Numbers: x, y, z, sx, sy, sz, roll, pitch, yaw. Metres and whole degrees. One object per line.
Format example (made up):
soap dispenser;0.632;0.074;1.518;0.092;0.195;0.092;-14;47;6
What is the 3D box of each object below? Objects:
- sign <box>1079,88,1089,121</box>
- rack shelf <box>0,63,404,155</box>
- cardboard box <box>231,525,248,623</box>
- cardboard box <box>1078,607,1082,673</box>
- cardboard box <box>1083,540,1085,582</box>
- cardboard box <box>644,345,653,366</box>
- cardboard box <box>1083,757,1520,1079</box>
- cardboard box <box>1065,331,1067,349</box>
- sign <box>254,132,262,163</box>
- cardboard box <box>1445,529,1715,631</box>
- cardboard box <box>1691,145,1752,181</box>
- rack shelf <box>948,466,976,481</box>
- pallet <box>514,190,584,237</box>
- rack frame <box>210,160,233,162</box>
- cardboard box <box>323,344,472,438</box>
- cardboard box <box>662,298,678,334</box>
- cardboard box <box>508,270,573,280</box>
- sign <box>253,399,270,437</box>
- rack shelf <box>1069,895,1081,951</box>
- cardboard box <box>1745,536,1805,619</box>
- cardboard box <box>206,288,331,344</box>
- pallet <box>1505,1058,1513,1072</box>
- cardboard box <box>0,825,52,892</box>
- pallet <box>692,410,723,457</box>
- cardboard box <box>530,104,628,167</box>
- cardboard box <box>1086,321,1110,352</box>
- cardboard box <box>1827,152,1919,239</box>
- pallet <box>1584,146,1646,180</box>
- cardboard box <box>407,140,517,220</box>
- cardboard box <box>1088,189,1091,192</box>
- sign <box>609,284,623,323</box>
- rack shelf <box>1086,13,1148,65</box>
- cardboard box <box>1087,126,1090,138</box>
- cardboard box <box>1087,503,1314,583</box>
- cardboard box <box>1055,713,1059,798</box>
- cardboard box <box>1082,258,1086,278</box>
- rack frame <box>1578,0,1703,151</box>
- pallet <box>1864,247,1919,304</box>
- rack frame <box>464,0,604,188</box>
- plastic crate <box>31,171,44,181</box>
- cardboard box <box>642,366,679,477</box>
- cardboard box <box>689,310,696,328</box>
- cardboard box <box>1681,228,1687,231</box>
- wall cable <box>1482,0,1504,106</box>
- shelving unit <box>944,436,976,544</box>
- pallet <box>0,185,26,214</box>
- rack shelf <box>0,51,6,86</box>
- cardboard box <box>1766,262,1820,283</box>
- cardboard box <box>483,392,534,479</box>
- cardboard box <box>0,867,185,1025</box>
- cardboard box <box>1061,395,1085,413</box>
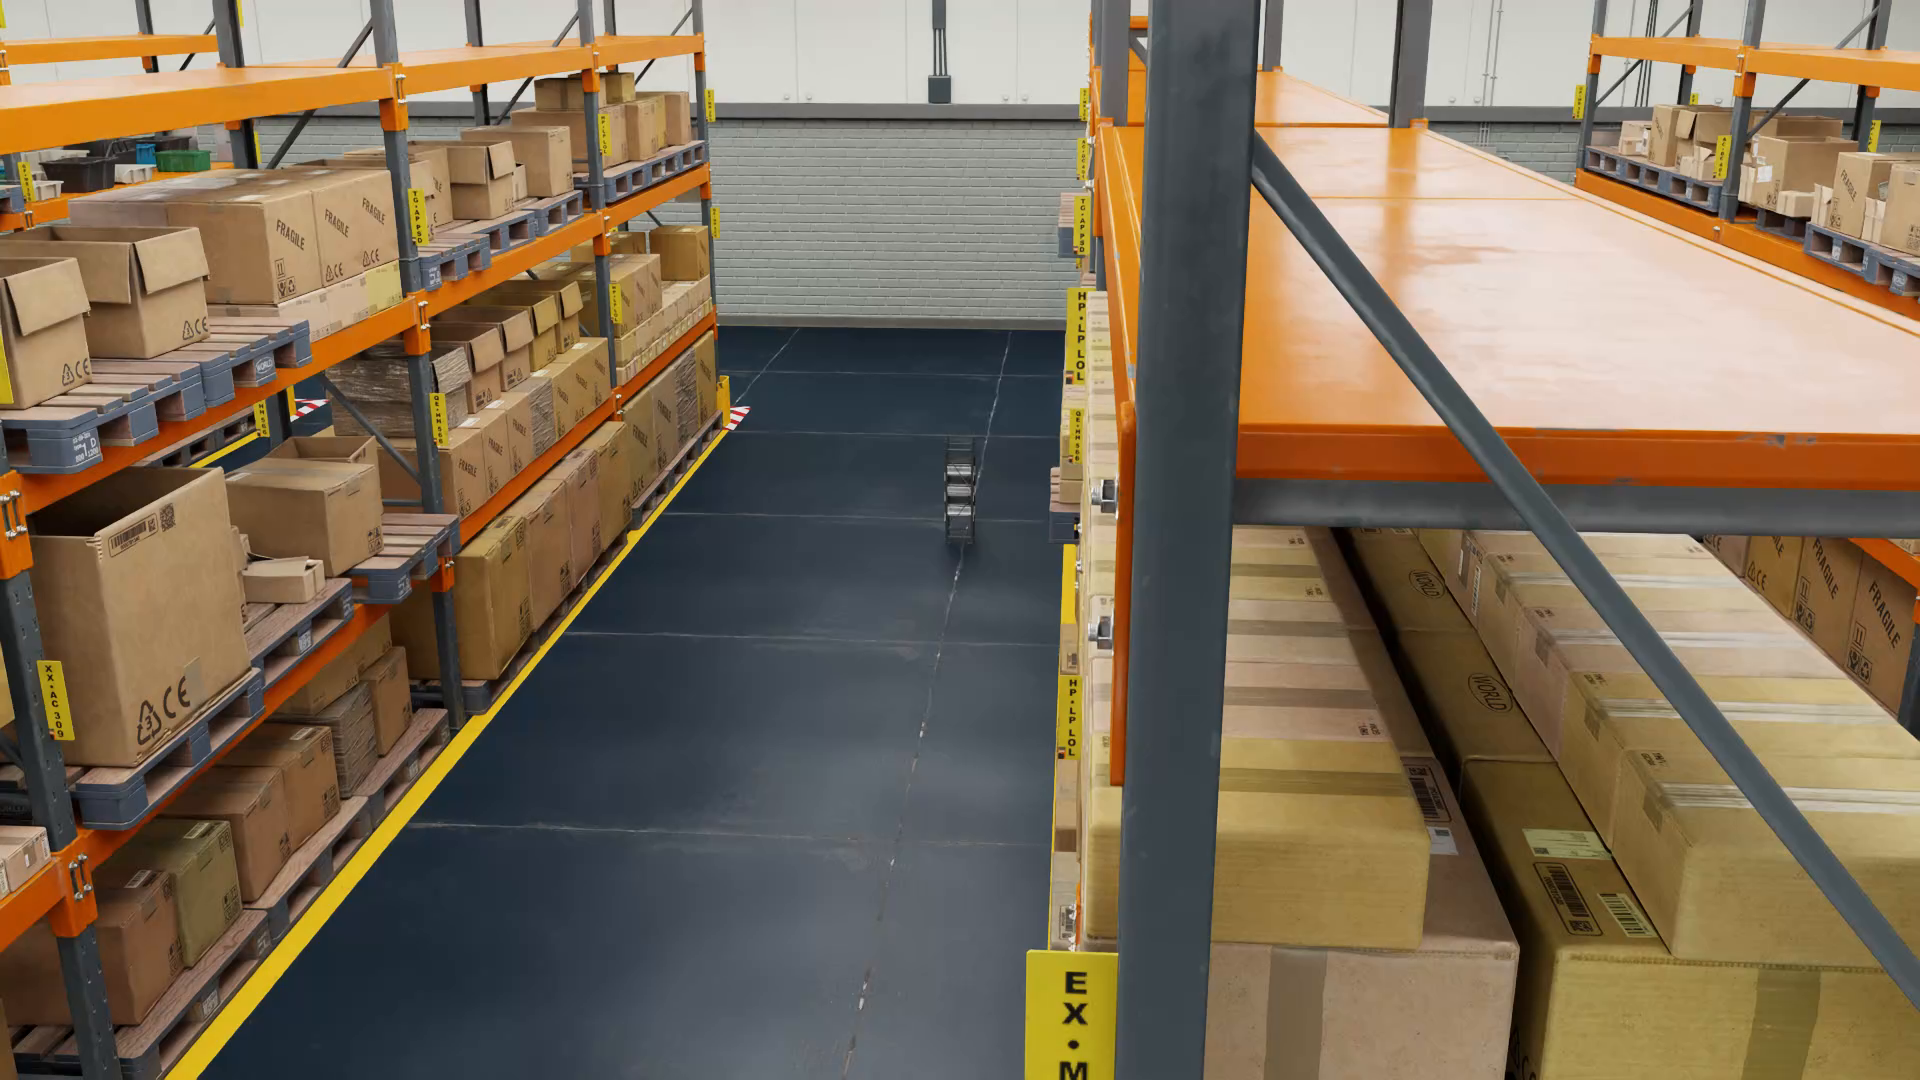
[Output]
sign;1.264;-4.423;16.883;0.100;0.325;0.005;1;18;4
rack shelf;-3.852;-1.925;7.645;1.077;0.370;4.000;1;18;4
cardboard box;-3.963;0.226;8.077;0.797;0.503;0.637;3;18;10
cardboard box;0.788;0.627;7.530;0.500;0.500;0.500;1;18;4
cardboard box;0.490;0.105;4.037;0.380;0.149;0.250;1;18;4
cardboard box;-3.015;-1.680;15.136;0.380;0.149;0.250;1;18;2
cardboard box;0.414;0.498;2.196;0.500;0.250;0.500;2;18;5
cardboard box;1.031;-1.579;13.197;0.380;0.149;0.250;2;18;7
sign;-7.525;-4.191;17.747;0.100;0.325;0.005;1;18;4
cardboard box;1.073;0.055;2.909;0.380;0.149;0.250;1;18;3
cardboard box;6.189;-3.063;13.516;0.396;0.266;0.258;2;18;6
rack shelf;0.001;-0.570;14.245;0.258;0.077;0.200;1;18;4
pallet;-3.438;-2.518;12.782;0.805;0.209;1.217;1;18;2
rack frame;-8.075;-2.823;18.220;1.000;3.000;0.127;1;18;4
cardboard box;-3.640;-0.978;10.820;0.797;0.503;0.637;2;18;6
cardboard box;-3.011;-2.148;15.925;0.500;0.250;0.500;1;18;4
cardboard box;-3.655;-2.045;14.406;0.500;0.500;0.500;2;18;5
sign;-4.262;-0.789;10.155;0.100;0.325;0.005;1;18;4
rack shelf;0.801;2.120;4.291;1.077;0.370;4.000;1;18;4
cardboard box;6.441;0.037;12.232;0.875;0.875;0.875;2;18;6
cardboard box;-3.559;-1.118;8.442;0.500;0.250;0.500;2;18;5
pallet;0.701;0.785;2.534;1.003;0.211;1.213;1;18;4
cardboard box;-3.717;1.207;6.324;0.380;0.149;0.250;1;18;4
pallet;-3.114;-1.137;17.554;1.003;0.211;1.213;1;18;4
cardboard box;-3.383;-3.601;14.783;0.700;0.500;0.500;2;18;7
cardboard box;0.544;-0.512;4.638;0.380;0.149;0.250;1;18;3
cardboard box;6.013;-2.233;10.767;0.500;0.500;0.500;1;18;4
pallet;6.707;-3.644;16.051;1.003;0.211;1.213;1;18;4
cardboard box;-3.583;-2.537;11.689;0.797;0.503;0.637;1;18;3
cardboard box;1.082;-2.052;10.891;0.500;0.500;0.500;1;18;4
sign;-2.880;-1.973;13.896;0.100;0.325;0.005;1;18;4
rack shelf;1.662;-4.456;14.732;1.077;0.370;4.000;1;18;4
cardboard box;1.252;-3.371;13.875;0.380;0.149;0.250;1;18;4
cardboard box;0.418;0.040;2.955;0.380;0.149;0.250;1;18;4
cardboard box;1.039;1.243;8.751;1.050;0.750;0.750;2;18;5
cardboard box;1.282;-2.144;13.904;0.500;0.500;0.500;1;18;2
rack frame;6.750;-5.342;16.274;1.000;3.000;0.127;1;18;4
pallet;6.169;-1.543;9.801;1.213;0.211;1.003;2;18;6
rack frame;-3.422;-4.321;13.157;1.000;3.000;0.127;1;18;4
plastic crate;-8.650;-3.284;15.234;0.293;0.136;0.466;1;18;4
cardboard box;-3.230;-1.142;15.830;0.875;0.875;0.875;1;18;4
cardboard box;-2.887;-2.238;16.840;0.380;0.149;0.250;2;18;5
cardboard box;6.887;-2.808;15.368;0.380;0.149;0.250;2;18;5
wall cable;6.876;-7.115;21.684;0.463;3.000;0.029;1;18;4
shelving unit;0.001;-0.430;14.291;0.258;0.900;0.210;1;18;4
pallet;-8.321;-2.670;13.242;1.213;0.211;1.003;1;18;4
rack shelf;-8.505;-3.278;11.773;1.077;0.370;4.000;1;18;4
cardboard box;6.744;-2.172;13.426;0.380;0.149;0.250;1;18;3
cardboard box;-3.334;-0.739;11.702;0.500;0.500;0.500;1;18;3
cardboard box;-3.930;1.803;7.410;0.700;0.500;0.500;0;18;0
cardboard box;0.864;-0.853;10.983;0.380;0.149;0.250;2;18;6
